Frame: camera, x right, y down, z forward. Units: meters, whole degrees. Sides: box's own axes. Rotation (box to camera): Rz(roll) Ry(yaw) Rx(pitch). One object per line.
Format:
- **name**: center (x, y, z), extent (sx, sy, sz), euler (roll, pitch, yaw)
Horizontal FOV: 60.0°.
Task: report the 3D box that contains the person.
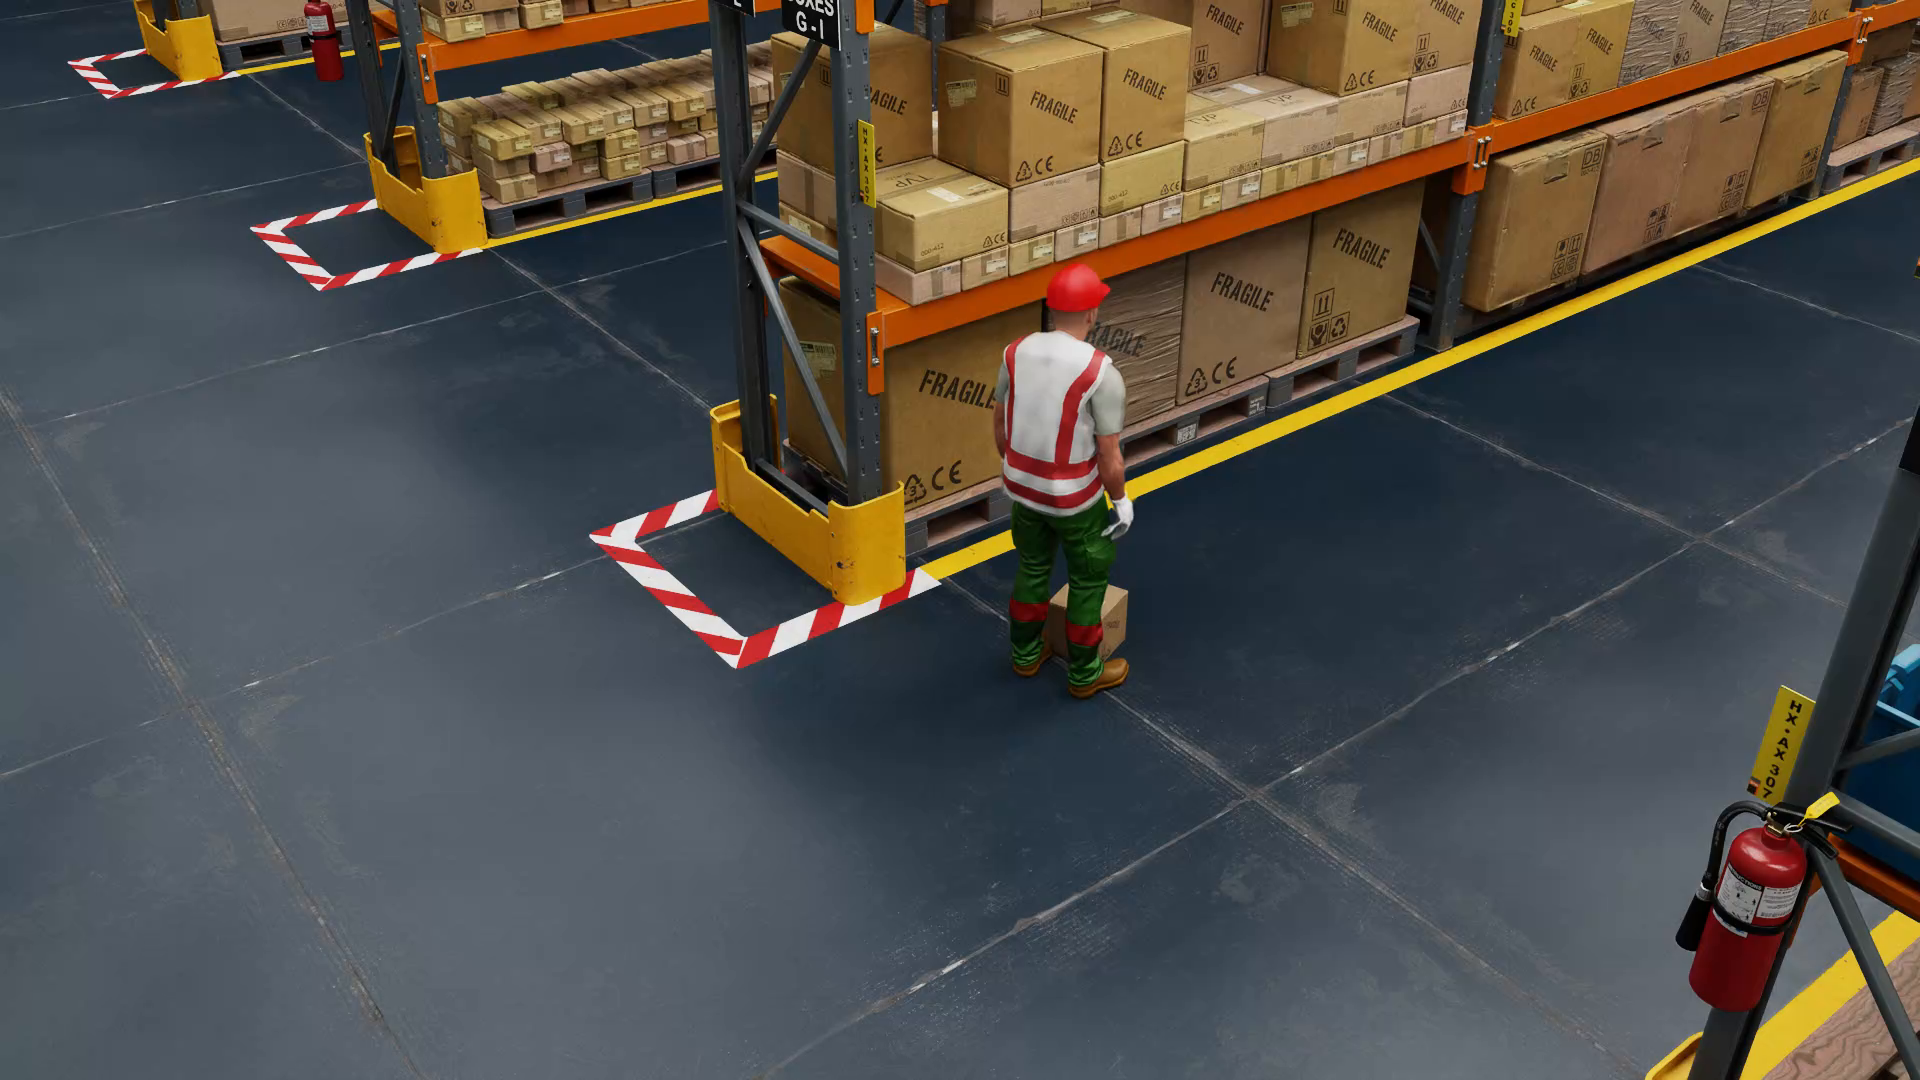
- **person**: center (0.409, -0.205, 6.452), extent (0.595, 1.778, 0.453), euler (22, 38, 31)
